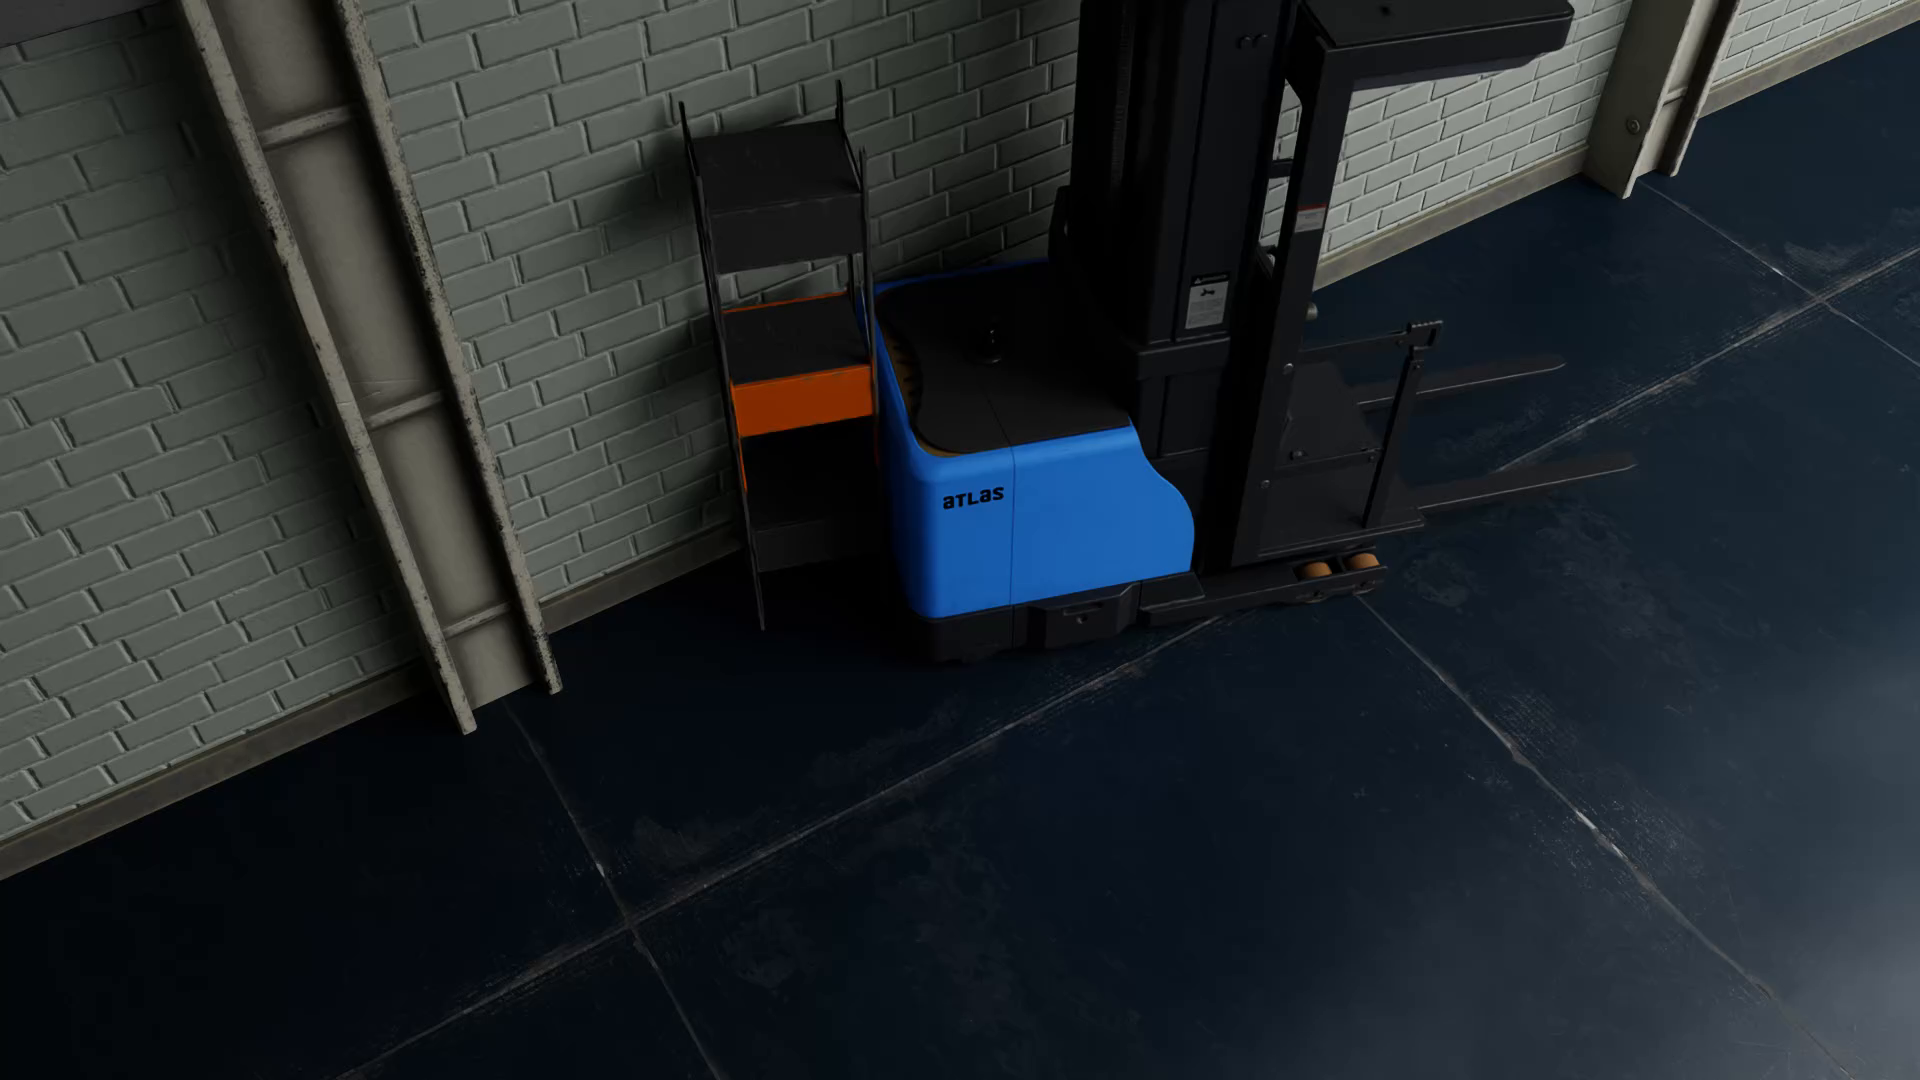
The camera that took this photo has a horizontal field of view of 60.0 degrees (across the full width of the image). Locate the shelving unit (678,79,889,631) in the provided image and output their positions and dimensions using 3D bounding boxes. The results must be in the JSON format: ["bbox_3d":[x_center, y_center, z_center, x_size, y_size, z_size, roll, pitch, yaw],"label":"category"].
[{"bbox_3d":[-0.567,-0.540,5.769,0.503,2.100,0.431,-10,49,-9],"label":"shelving unit"}]

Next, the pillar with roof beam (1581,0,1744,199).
[{"bbox_3d":[5.644,-2.128,2.564,0.400,9.000,9.100,-25,53,-21],"label":"pillar with roof beam"}]

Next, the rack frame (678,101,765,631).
[{"bbox_3d":[-0.804,-0.496,5.730,0.015,2.100,0.400,-10,49,-9],"label":"rack frame"}]

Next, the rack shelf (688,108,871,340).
[{"bbox_3d":[-0.568,-0.997,5.258,0.480,0.518,0.431,-10,49,-9],"label":"rack shelf"}]

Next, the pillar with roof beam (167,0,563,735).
[{"bbox_3d":[0.570,0.263,0.435,0.400,9.000,9.100,-25,53,-21],"label":"pillar with roof beam"}]

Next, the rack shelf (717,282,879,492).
[{"bbox_3d":[-0.567,-0.531,5.779,0.480,0.518,0.431,-10,49,-9],"label":"rack shelf"}]

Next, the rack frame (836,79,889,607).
[{"bbox_3d":[-0.330,-0.584,5.808,0.015,2.100,0.400,-10,49,-9],"label":"rack frame"}]

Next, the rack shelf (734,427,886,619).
[{"bbox_3d":[-0.567,-0.064,6.301,0.480,0.518,0.431,-10,49,-9],"label":"rack shelf"}]

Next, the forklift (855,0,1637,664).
[{"bbox_3d":[1.171,-1.105,5.716,3.031,2.935,1.130,-10,49,-9],"label":"forklift"}]
